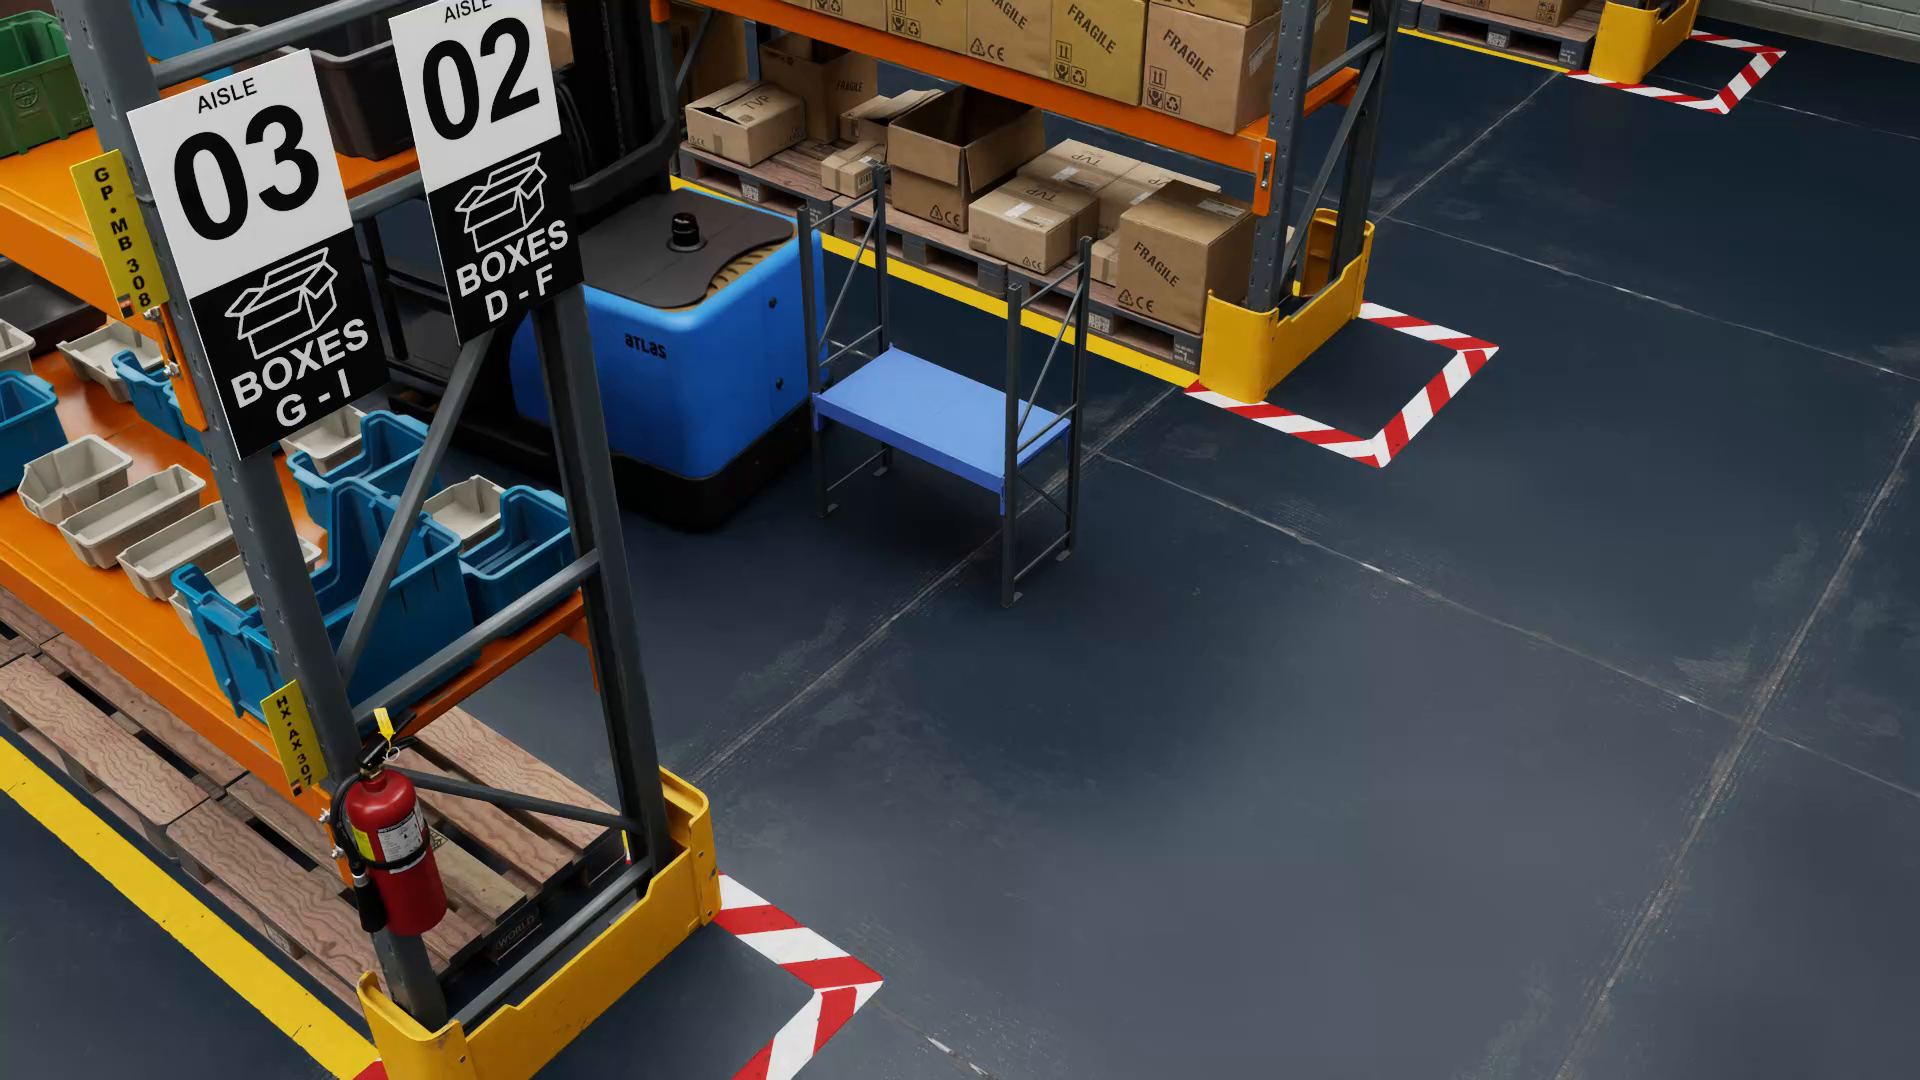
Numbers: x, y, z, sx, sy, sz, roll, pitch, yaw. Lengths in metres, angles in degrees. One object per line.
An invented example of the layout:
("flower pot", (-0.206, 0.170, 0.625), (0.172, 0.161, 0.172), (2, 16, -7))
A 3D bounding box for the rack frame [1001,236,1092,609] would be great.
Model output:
("rack frame", (0.336, -0.432, 6.585), (0.032, 1.500, 0.500), (25, 45, 29))

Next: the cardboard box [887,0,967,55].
("cardboard box", (-0.018, -2.793, 8.303), (0.500, 0.500, 0.500), (25, 44, 28))

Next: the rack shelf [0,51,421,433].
("rack shelf", (-2.891, -1.371, 4.718), (4.000, 0.370, 1.077), (25, 45, 29))

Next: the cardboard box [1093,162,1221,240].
("cardboard box", (1.053, -1.769, 8.949), (0.500, 0.250, 0.500), (25, 45, 29))

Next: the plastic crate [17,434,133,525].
("plastic crate", (-2.764, -0.170, 5.200), (0.250, 0.136, 0.298), (25, 45, 29))

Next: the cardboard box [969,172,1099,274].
("cardboard box", (0.392, -1.692, 8.852), (0.500, 0.250, 0.500), (25, 45, 29))

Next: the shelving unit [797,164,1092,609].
("shelving unit", (-0.068, -0.622, 6.828), (1.048, 1.500, 0.538), (25, 45, 29))

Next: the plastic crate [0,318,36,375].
("plastic crate", (-3.379, -0.537, 5.550), (0.530, 0.282, 0.437), (25, 45, 29))

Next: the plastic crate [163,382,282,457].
("plastic crate", (-2.344, -0.429, 5.451), (0.300, 0.233, 0.416), (25, 45, 29))

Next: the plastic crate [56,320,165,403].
("plastic crate", (-2.914, -0.637, 5.796), (0.466, 0.136, 0.293), (25, 45, 29))

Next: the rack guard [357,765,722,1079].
("rack guard", (-1.275, 1.263, 5.232), (0.348, 0.500, 1.175), (25, 45, 29))

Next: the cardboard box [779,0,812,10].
("cardboard box", (-0.819, -3.171, 8.786), (0.500, 0.500, 0.500), (26, 45, 29))

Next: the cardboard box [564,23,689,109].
("cardboard box", (-2.033, -2.880, 10.166), (0.500, 0.500, 0.500), (25, 44, 28))

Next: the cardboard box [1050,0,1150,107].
("cardboard box", (0.775, -2.415, 7.820), (0.500, 0.500, 0.500), (26, 45, 29))

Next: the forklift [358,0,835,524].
("forklift", (-2.119, -1.896, 7.294), (3.031, 2.935, 1.130), (20, 42, 24))

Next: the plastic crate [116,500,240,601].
("plastic crate", (-2.281, 0.024, 4.952), (0.243, 0.136, 0.396), (25, 45, 29))

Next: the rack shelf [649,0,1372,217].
("rack shelf", (0.121, -2.614, 8.739), (4.000, 0.370, 1.077), (25, 45, 29))

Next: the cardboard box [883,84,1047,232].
("cardboard box", (0.028, -2.135, 9.212), (0.637, 0.503, 0.797), (25, 45, 29))

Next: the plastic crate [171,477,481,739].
("plastic crate", (-1.682, 0.204, 4.478), (0.499, 0.435, 0.616), (25, 45, 29))

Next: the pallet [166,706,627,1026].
("pallet", (-1.934, 1.046, 5.743), (1.213, 0.211, 1.003), (25, 45, 29))

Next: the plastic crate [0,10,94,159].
("plastic crate", (-2.259, -1.051, 3.898), (0.336, 0.188, 0.450), (25, 45, 29))

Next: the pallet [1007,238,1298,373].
("pallet", (1.016, -1.377, 8.837), (1.213, 0.211, 1.003), (25, 45, 29))

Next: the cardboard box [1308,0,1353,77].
("cardboard box", (1.518, -2.483, 7.907), (0.500, 0.500, 0.500), (26, 45, 29))

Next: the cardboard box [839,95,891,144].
("cardboard box", (-0.508, -2.511, 9.980), (0.250, 0.149, 0.380), (25, 45, 29))

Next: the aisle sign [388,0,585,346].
("aisle sign", (-1.065, -0.866, 3.814), (0.004, 0.787, 0.394), (25, 45, 29))

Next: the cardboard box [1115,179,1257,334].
("cardboard box", (1.128, -1.420, 8.301), (0.500, 0.500, 0.500), (25, 45, 29))

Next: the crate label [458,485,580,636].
("crate label", (-1.298, 0.065, 4.821), (0.303, 0.233, 0.416), (25, 45, 29))

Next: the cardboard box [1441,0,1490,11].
("cardboard box", (3.702, -4.157, 11.813), (0.500, 0.500, 0.700), (25, 45, 28))

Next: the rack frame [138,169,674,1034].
("rack frame", (-1.302, 0.276, 4.464), (0.127, 3.000, 1.000), (25, 45, 29))

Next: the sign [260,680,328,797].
("sign", (-1.624, 0.487, 4.062), (0.005, 0.325, 0.100), (25, 45, 29))

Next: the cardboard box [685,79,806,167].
("cardboard box", (-1.265, -2.498, 9.831), (0.500, 0.311, 0.500), (25, 45, 29))

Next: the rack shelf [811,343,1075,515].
("rack shelf", (-0.068, -0.481, 6.939), (1.000, 0.185, 0.538), (25, 45, 29))

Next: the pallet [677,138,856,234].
("pallet", (-0.922, -2.290, 10.004), (1.213, 0.211, 1.003), (25, 45, 29))

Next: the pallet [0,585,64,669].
("pallet", (-3.872, 0.132, 6.910), (1.213, 0.211, 1.003), (25, 45, 29))

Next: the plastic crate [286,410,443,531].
("plastic crate", (-1.821, -0.182, 5.136), (0.300, 0.233, 0.416), (25, 45, 29))

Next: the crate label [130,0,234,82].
("crate label", (-1.839, -1.350, 4.229), (0.502, 0.251, 0.408), (25, 45, 29))

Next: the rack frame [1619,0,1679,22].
("rack frame", (4.716, -4.575, 10.660), (0.127, 3.000, 1.000), (25, 45, 29))

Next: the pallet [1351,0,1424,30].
("pallet", (3.069, -4.195, 12.438), (1.213, 0.211, 1.003), (25, 45, 29))
